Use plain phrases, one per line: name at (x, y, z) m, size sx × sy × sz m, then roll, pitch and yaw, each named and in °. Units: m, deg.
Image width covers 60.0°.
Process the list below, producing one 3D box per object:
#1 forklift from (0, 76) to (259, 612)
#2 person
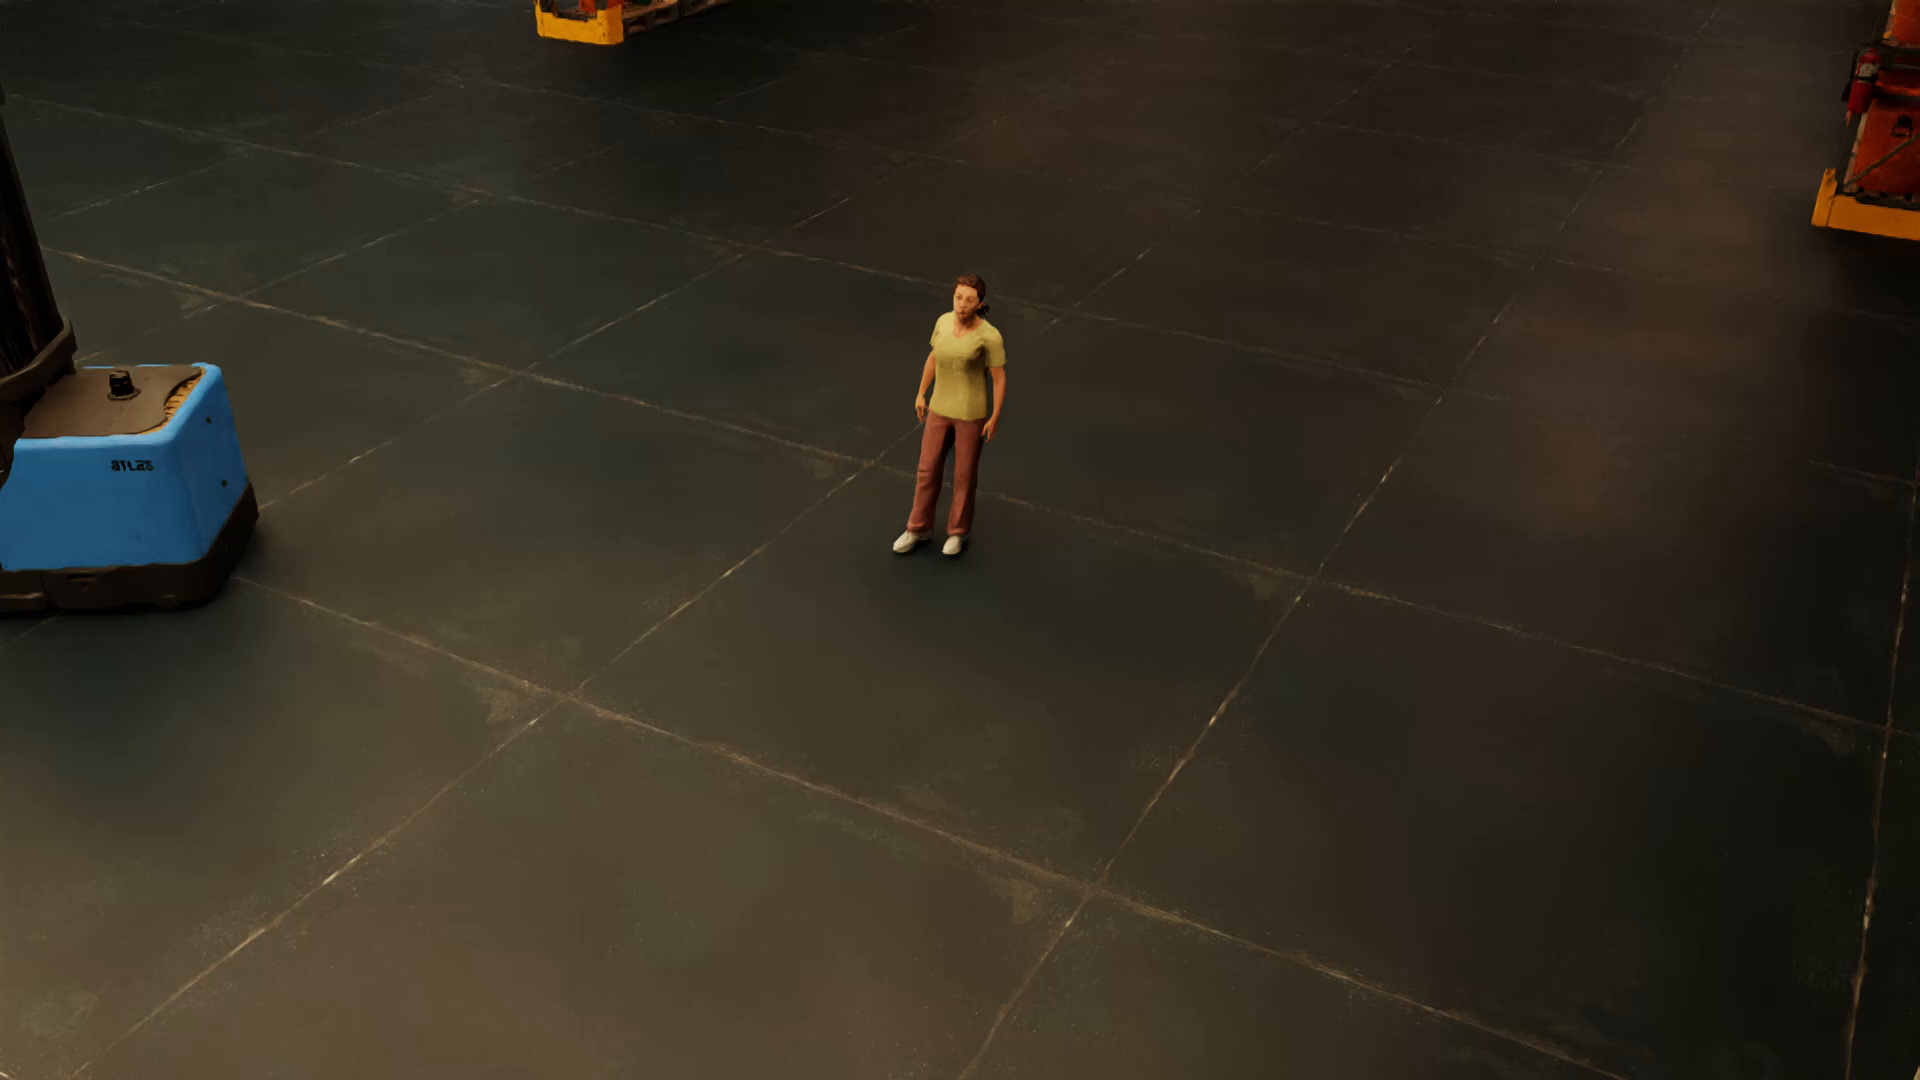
forklift at (-5.730, -1.069, 8.923) m, size 3.031 × 2.935 × 1.130 m, roll -3°, pitch 30°, yaw -4°
person at (-0.045, -0.702, 9.529) m, size 0.554 × 1.674 × 0.548 m, roll 15°, pitch 33°, yaw 25°
